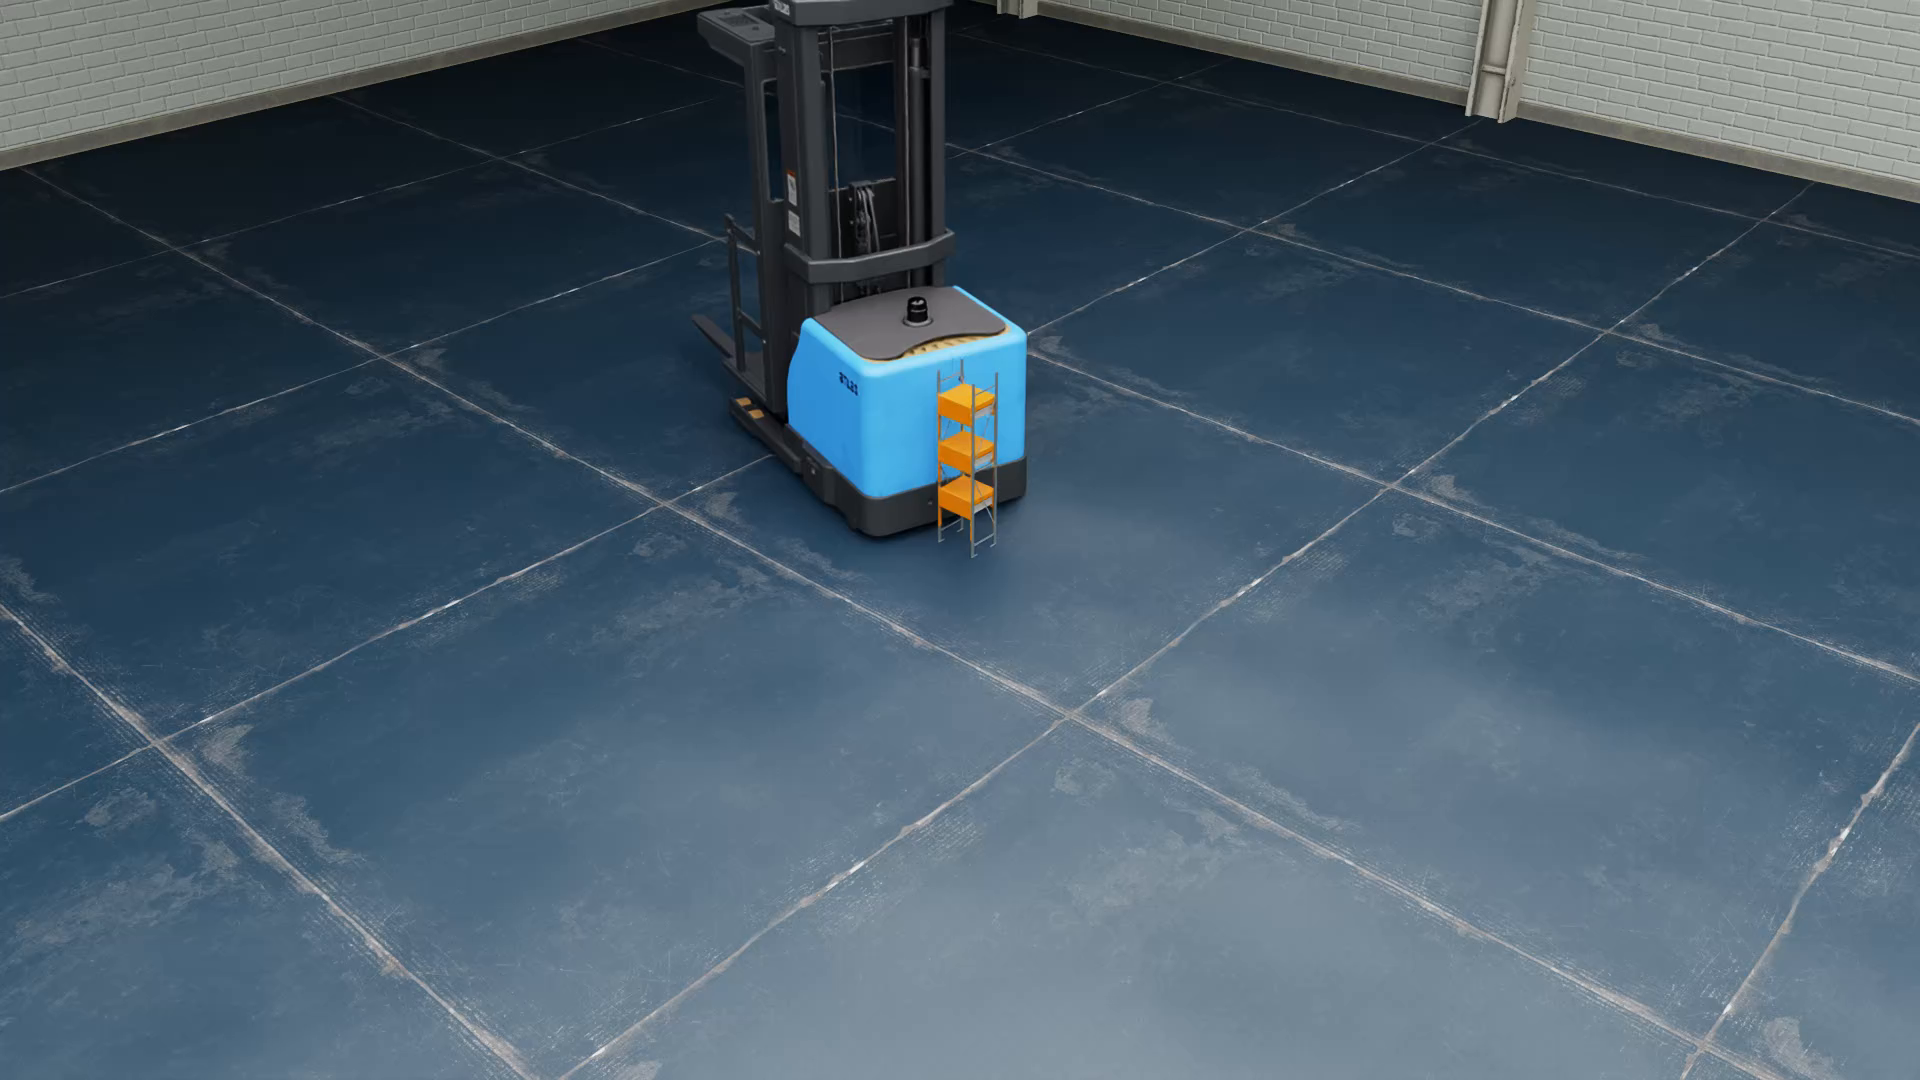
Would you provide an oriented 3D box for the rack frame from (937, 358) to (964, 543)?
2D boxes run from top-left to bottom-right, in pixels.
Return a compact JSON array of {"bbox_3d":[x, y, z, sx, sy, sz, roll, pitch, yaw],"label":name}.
[{"bbox_3d":[-0.051,-0.473,9.019,0.008,1.050,0.200,25,39,35],"label":"rack frame"}]

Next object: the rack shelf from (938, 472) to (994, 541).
[{"bbox_3d":[0.040,-0.184,9.097,0.240,0.259,0.215,25,39,35],"label":"rack shelf"}]

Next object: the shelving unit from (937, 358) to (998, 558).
[{"bbox_3d":[0.040,-0.431,8.948,0.252,1.050,0.215,25,39,35],"label":"shelving unit"}]

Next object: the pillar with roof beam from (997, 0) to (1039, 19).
[{"bbox_3d":[-2.211,-8.385,14.453,0.400,9.000,9.100,25,39,35],"label":"pillar with roof beam"}]

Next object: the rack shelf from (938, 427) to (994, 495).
[{"bbox_3d":[0.040,-0.422,8.954,0.240,0.259,0.215,25,39,35],"label":"rack shelf"}]

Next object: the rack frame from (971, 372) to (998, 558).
[{"bbox_3d":[0.130,-0.389,8.878,0.008,1.050,0.200,25,39,35],"label":"rack frame"}]

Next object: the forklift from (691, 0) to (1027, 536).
[{"bbox_3d":[-0.791,-2.006,9.740,1.130,2.935,3.031,-17,35,-25],"label":"forklift"}]

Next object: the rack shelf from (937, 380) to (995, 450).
[{"bbox_3d":[0.040,-0.665,8.808,0.240,0.259,0.215,25,39,35],"label":"rack shelf"}]

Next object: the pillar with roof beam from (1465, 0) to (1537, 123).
[{"bbox_3d":[2.238,-6.308,11.004,0.400,9.000,9.100,25,39,35],"label":"pillar with roof beam"}]
